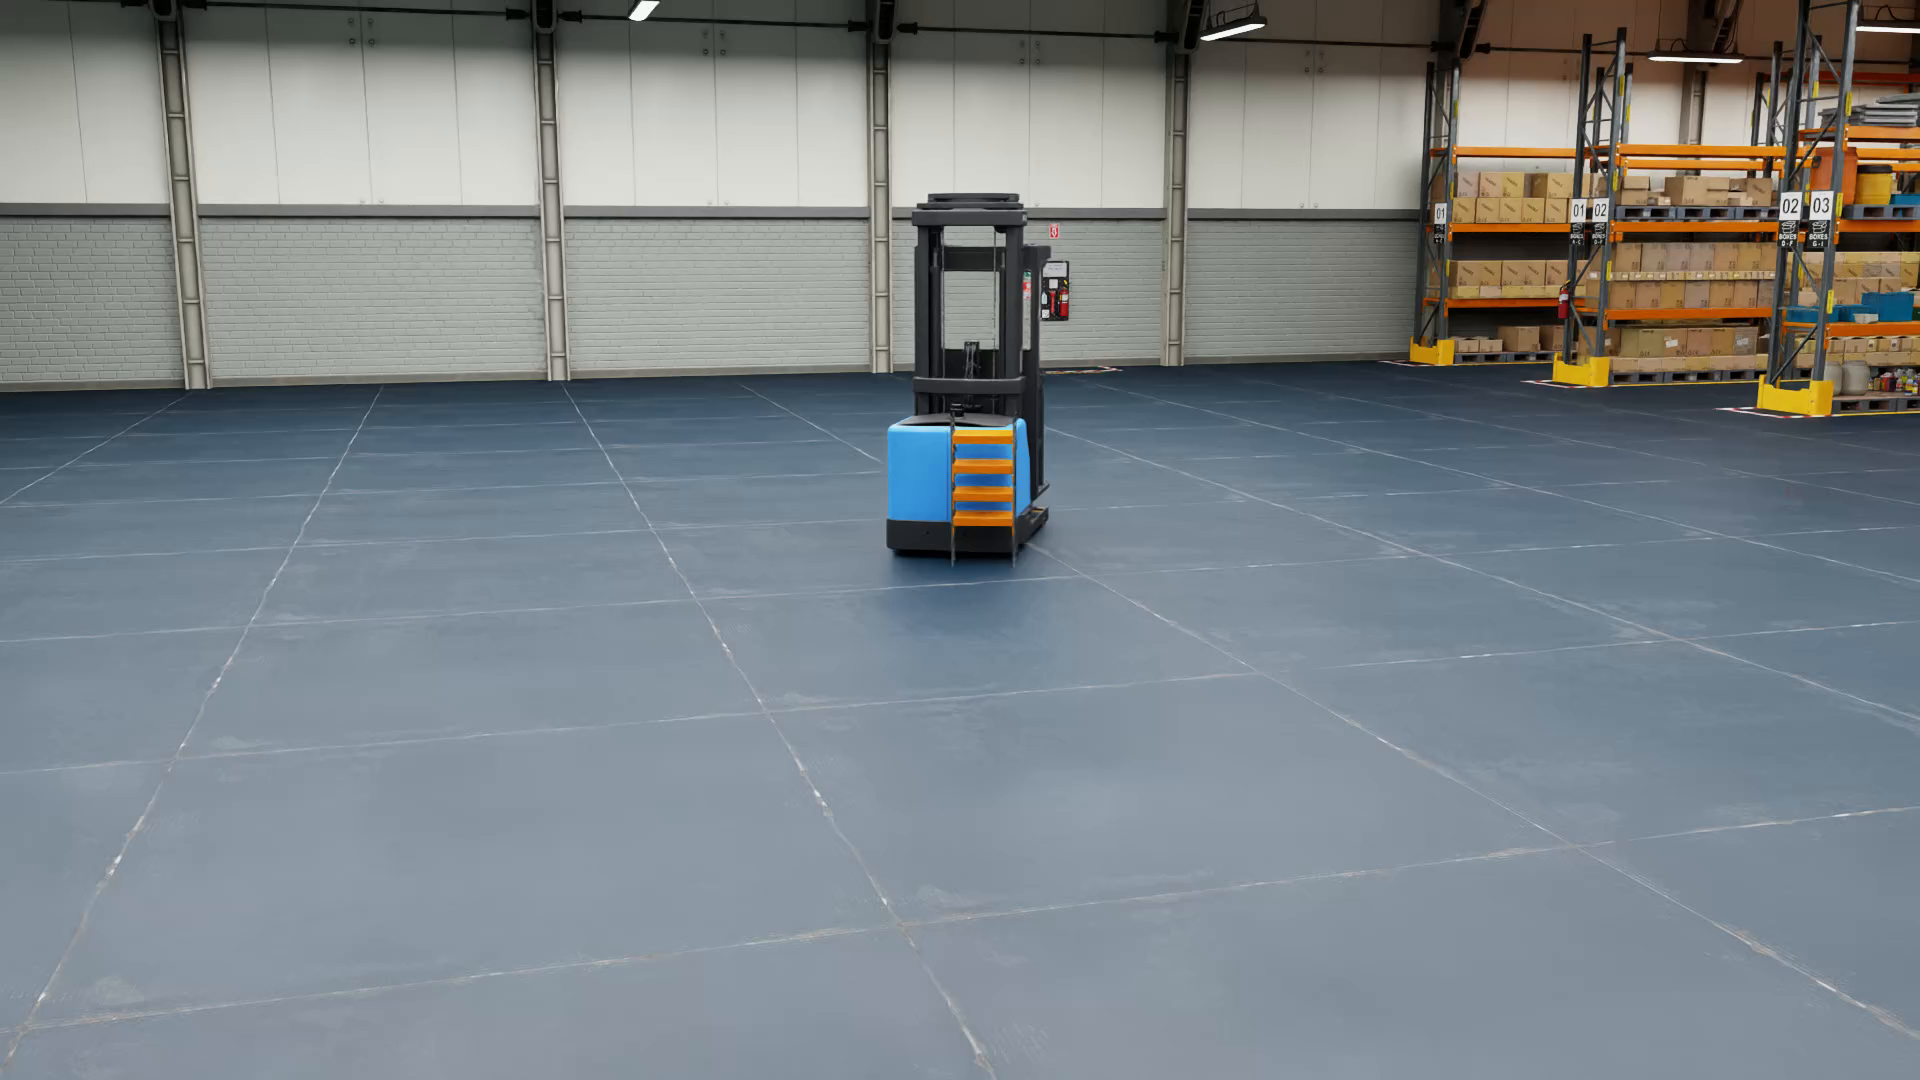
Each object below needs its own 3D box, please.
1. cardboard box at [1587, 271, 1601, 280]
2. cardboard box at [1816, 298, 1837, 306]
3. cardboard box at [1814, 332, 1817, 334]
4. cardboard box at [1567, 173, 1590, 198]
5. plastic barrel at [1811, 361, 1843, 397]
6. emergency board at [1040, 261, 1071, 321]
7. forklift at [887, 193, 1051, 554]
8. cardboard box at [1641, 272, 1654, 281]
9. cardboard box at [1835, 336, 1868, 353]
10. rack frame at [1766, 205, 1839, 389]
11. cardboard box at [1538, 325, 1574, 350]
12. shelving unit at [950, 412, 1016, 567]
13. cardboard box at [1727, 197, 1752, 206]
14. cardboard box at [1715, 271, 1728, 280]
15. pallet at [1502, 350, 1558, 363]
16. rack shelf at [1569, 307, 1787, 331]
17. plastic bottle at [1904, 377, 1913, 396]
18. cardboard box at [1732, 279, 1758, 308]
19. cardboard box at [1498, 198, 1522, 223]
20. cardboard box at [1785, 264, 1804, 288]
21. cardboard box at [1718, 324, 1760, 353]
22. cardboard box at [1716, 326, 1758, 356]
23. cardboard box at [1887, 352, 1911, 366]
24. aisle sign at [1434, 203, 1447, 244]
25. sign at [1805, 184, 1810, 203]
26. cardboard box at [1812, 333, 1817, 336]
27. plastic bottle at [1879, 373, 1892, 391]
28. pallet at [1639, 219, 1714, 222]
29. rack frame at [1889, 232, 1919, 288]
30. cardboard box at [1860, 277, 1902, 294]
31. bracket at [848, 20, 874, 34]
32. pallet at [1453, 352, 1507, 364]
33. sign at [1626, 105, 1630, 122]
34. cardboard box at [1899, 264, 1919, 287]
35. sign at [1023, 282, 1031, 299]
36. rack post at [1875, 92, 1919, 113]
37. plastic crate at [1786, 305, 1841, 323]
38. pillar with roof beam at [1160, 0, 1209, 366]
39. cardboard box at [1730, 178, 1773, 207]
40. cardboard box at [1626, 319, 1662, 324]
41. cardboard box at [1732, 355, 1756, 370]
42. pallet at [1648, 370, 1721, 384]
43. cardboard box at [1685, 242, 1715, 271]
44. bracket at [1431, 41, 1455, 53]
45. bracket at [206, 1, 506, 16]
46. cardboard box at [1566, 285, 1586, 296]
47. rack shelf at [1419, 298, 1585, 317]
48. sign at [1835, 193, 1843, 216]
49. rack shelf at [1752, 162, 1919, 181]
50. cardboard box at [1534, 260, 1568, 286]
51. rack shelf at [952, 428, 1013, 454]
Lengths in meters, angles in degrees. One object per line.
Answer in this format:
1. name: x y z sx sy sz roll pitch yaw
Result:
1. cardboard box: 11.287 -4.665 29.334 0.250 0.149 0.380 -3 11 -17
2. cardboard box: 15.722 -4.332 30.290 0.250 0.149 0.380 -3 11 -16
3. cardboard box: 18.852 -4.717 36.463 0.750 0.750 0.750 -3 11 -16
4. cardboard box: 12.495 -7.231 33.965 0.500 0.500 0.500 -2 11 -13
5. plastic barrel: 12.965 -2.413 24.879 0.421 0.512 0.421 0 10 0
6. emergency board: 1.871 -4.869 32.510 0.643 1.169 0.194 -3 11 -16
7. forklift: 0.197 -1.552 14.680 1.130 2.935 3.031 2 11 11
8. cardboard box: 11.903 -4.621 29.096 0.250 0.149 0.380 -3 11 -16
9. cardboard box: 16.259 -3.605 30.531 0.500 0.311 0.500 -3 11 -18
10. rack frame: 12.354 -3.383 24.439 0.127 3.000 1.000 -3 11 -16
11. cardboard box: 12.441 -4.235 34.757 0.500 0.500 0.500 -4 11 -20
12. shelving unit: 0.188 -0.399 13.146 0.503 1.200 0.258 1 15 4
13. cardboard box: 13.732 -5.965 29.327 0.250 0.149 0.380 -3 11 -16
14. cardboard box: 13.393 -4.700 29.524 0.250 0.149 0.380 -3 11 -14
15. pallet: 11.617 -3.834 34.589 1.213 0.211 1.003 -3 11 -16
16. rack shelf: 12.894 -3.992 29.732 4.000 0.370 1.077 -3 11 -16
17. plastic bottle: 14.182 -2.295 24.850 0.097 0.271 0.097 0 10 0
18. cardboard box: 13.885 -4.444 29.929 0.500 0.500 0.700 -3 11 -17
19. cardboard box: 10.999 -6.661 33.628 0.500 0.500 0.500 -2 11 -13
20. cardboard box: 17.804 -5.695 35.847 0.500 0.500 0.500 -3 11 -14
21. cardboard box: 14.281 -3.701 30.528 0.500 0.500 0.500 -3 11 -16
22. cardboard box: 13.947 -3.585 29.899 0.500 0.500 0.500 -3 11 -16
23. cardboard box: 17.240 -3.383 30.872 0.500 0.250 0.500 -3 11 -15
24. aisle sign: 9.600 -6.328 33.255 0.004 0.787 0.394 -3 11 -16
25. sign: 14.971 -6.119 29.367 0.005 0.325 0.100 -3 11 -16
26. cardboard box: 16.100 -3.699 31.043 0.500 0.311 0.500 -3 11 -16
27. plastic bottle: 14.245 -2.437 25.608 0.135 0.276 0.152 -3 11 -16
28. pallet: 15.043 -6.756 34.996 1.003 0.211 1.213 -3 11 -16
29. rack frame: 21.107 -5.712 37.092 0.127 3.000 1.000 -3 11 -16
30. cardboard box: 17.048 -4.610 30.831 0.500 0.500 0.500 -4 11 -19
31. bracket: -1.805 -9.322 30.186 0.430 0.232 0.235 -3 11 -16
32. pallet: 10.448 -3.773 34.257 1.213 0.211 1.003 -3 11 -16
33. sign: 13.560 -8.661 33.741 0.005 0.325 0.100 -3 11 -16
34. cardboard box: 20.734 -5.851 36.690 0.500 0.500 0.500 -3 11 -17
35. sign: 1.312 -4.876 32.453 0.234 0.329 0.001 -3 11 -16
36. rack post: 14.206 -6.400 24.465 0.954 0.300 0.937 -3 11 -17
37. plastic crate: 12.751 -3.387 24.872 0.616 0.251 0.499 -3 11 -16
38. pillar with roof beam: 5.458 -7.189 28.545 0.548 9.000 9.100 -3 11 -16
39. cardboard box: 14.257 -6.267 29.996 0.500 0.500 0.500 -2 11 -11
40. cardboard box: 14.550 -4.726 35.354 0.500 0.250 0.500 -3 11 -17
41. cardboard box: 13.947 -3.216 29.966 0.500 0.250 0.500 -3 11 -16
42. pallet: 12.865 -2.980 29.951 1.213 0.211 1.003 -3 11 -16
43. cardboard box: 12.944 -5.034 29.548 0.500 0.500 0.700 -3 11 -16
44. bracket: 9.716 -9.929 33.485 0.430 0.232 0.235 -3 11 -16
45. bracket: -10.056 -8.887 27.824 4.783 0.066 0.076 -3 11 -16
46. cardboard box: 12.575 -5.143 34.360 0.500 0.250 0.500 -3 11 -16
47. rack shelf: 11.506 -4.853 34.409 4.000 0.370 1.077 -3 11 -16
48. sign: 12.504 -4.767 23.646 0.005 0.325 0.100 -3 11 -16
49. rack shelf: 19.187 -8.011 36.101 4.000 0.370 1.077 -3 11 -16
50. cardboard box: 12.094 -5.485 34.144 0.500 0.500 0.500 -3 11 -18
51. rack shelf: 0.185 -0.778 13.044 0.480 0.148 0.258 1 15 4
